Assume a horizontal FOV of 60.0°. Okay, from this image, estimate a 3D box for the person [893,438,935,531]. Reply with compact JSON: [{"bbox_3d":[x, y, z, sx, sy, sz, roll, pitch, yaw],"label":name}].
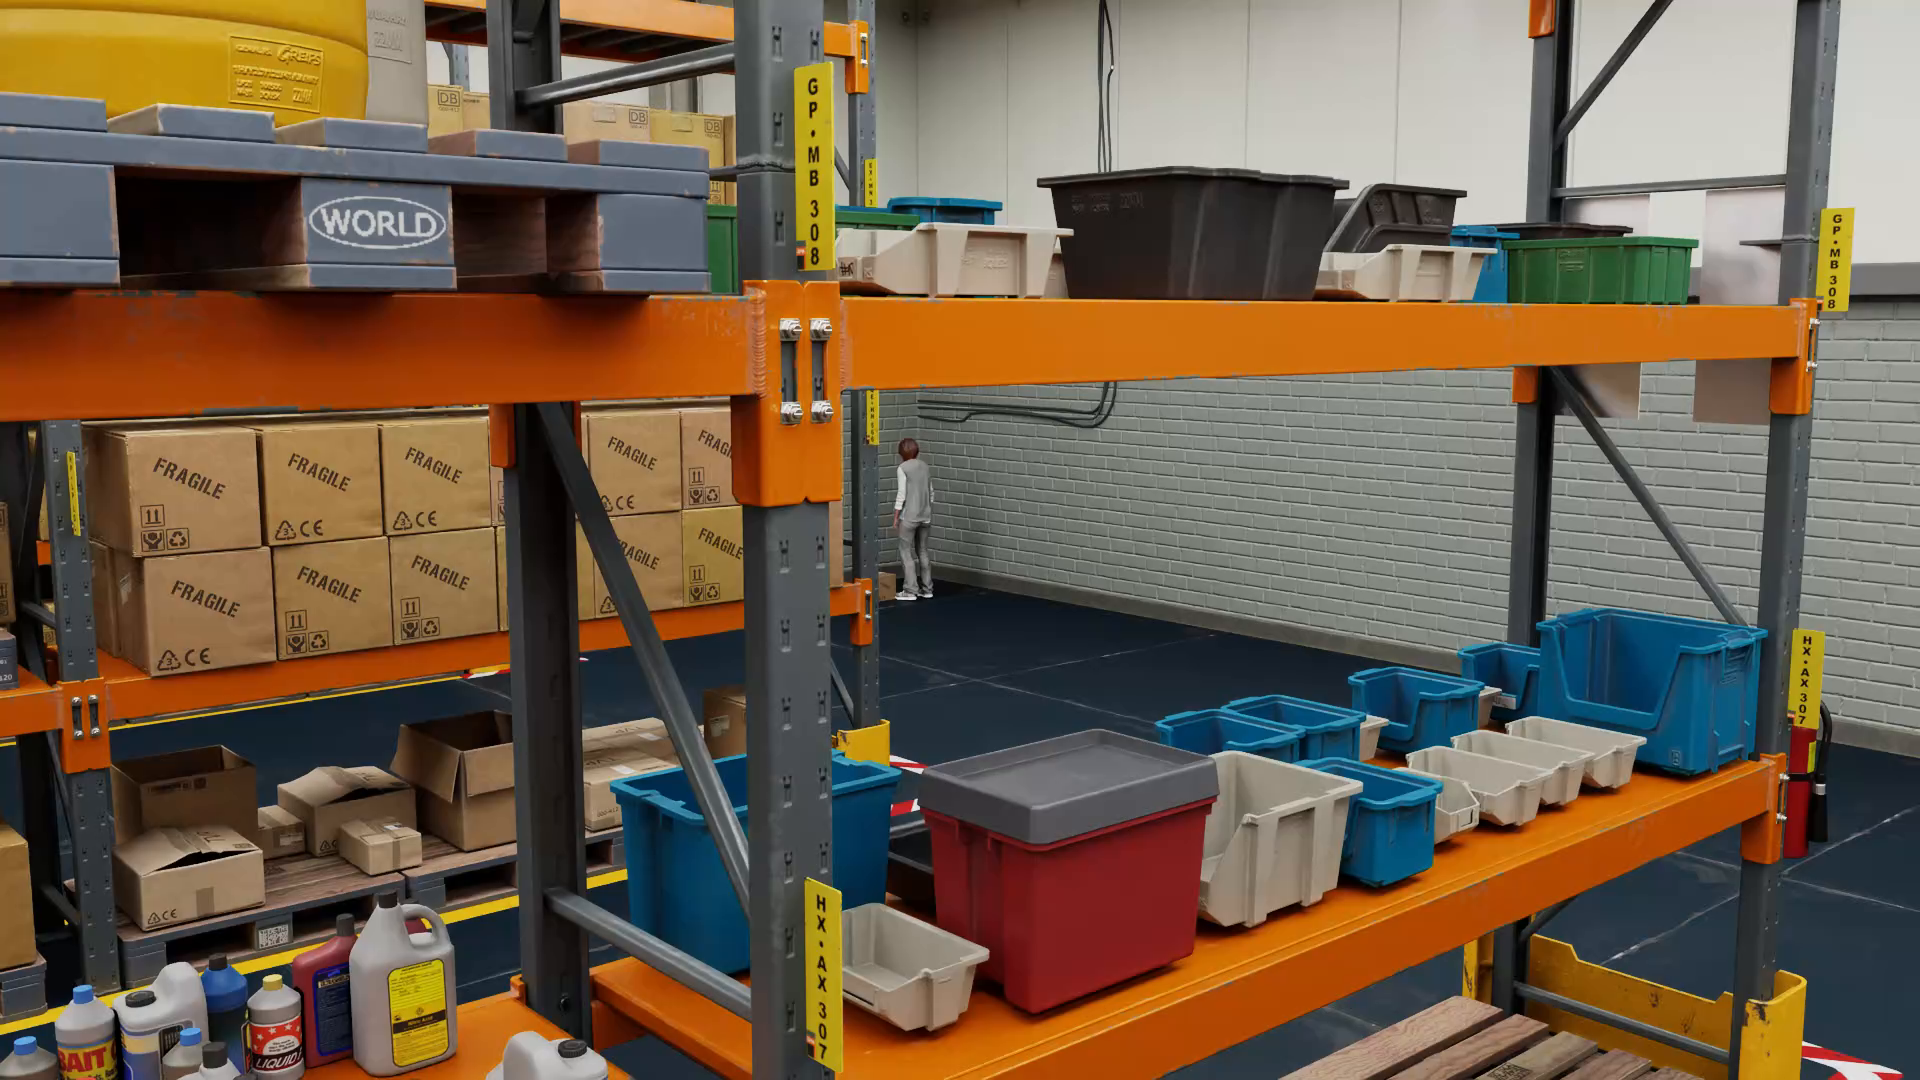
[{"bbox_3d":[-0.461,-0.544,16.320,0.459,0.908,0.326,-7,10,-40],"label":"person"}]
